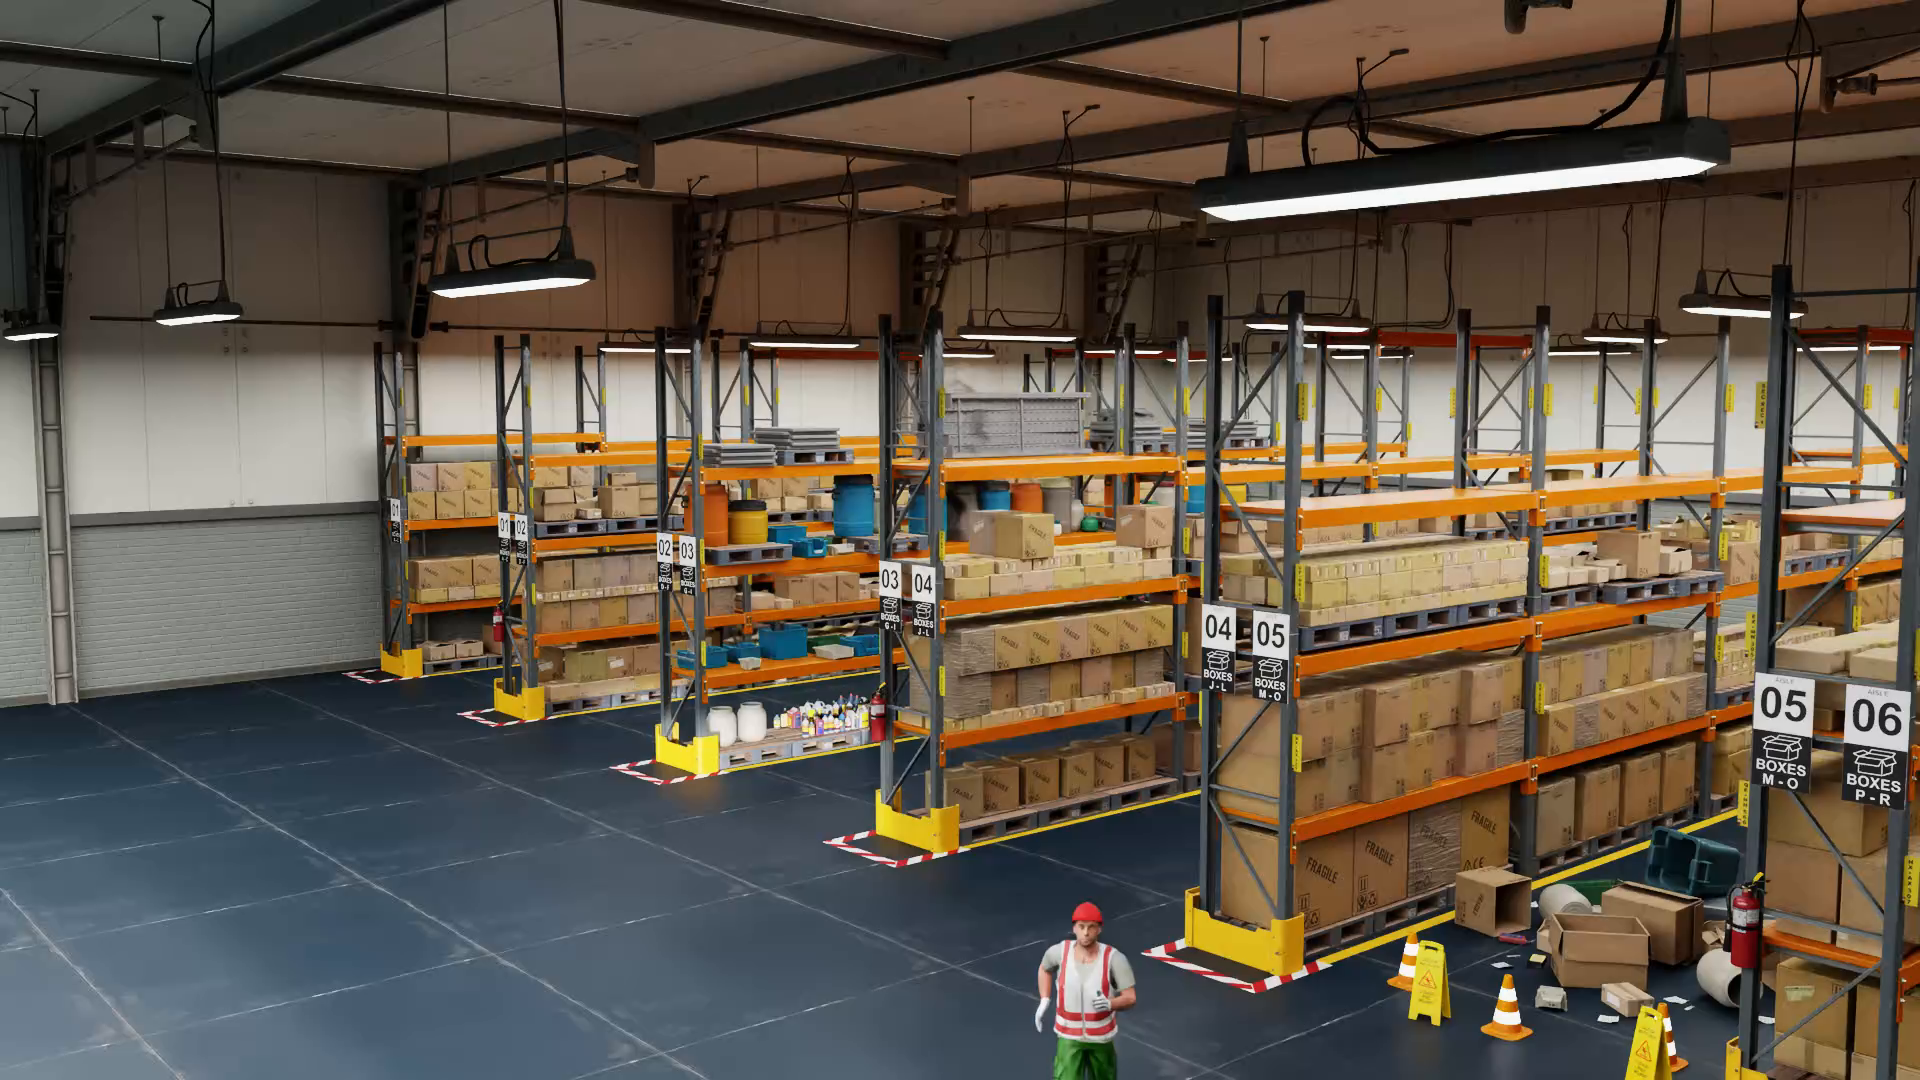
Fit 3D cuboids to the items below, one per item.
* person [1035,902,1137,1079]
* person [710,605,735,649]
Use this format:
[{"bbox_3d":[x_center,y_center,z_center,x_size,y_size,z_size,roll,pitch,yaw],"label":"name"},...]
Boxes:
[{"bbox_3d":[0.822,3.252,10.883,0.661,1.786,0.979,1,5,6],"label":"person"},{"bbox_3d":[-4.431,1.536,30.958,0.580,1.619,0.609,5,7,42],"label":"person"}]
